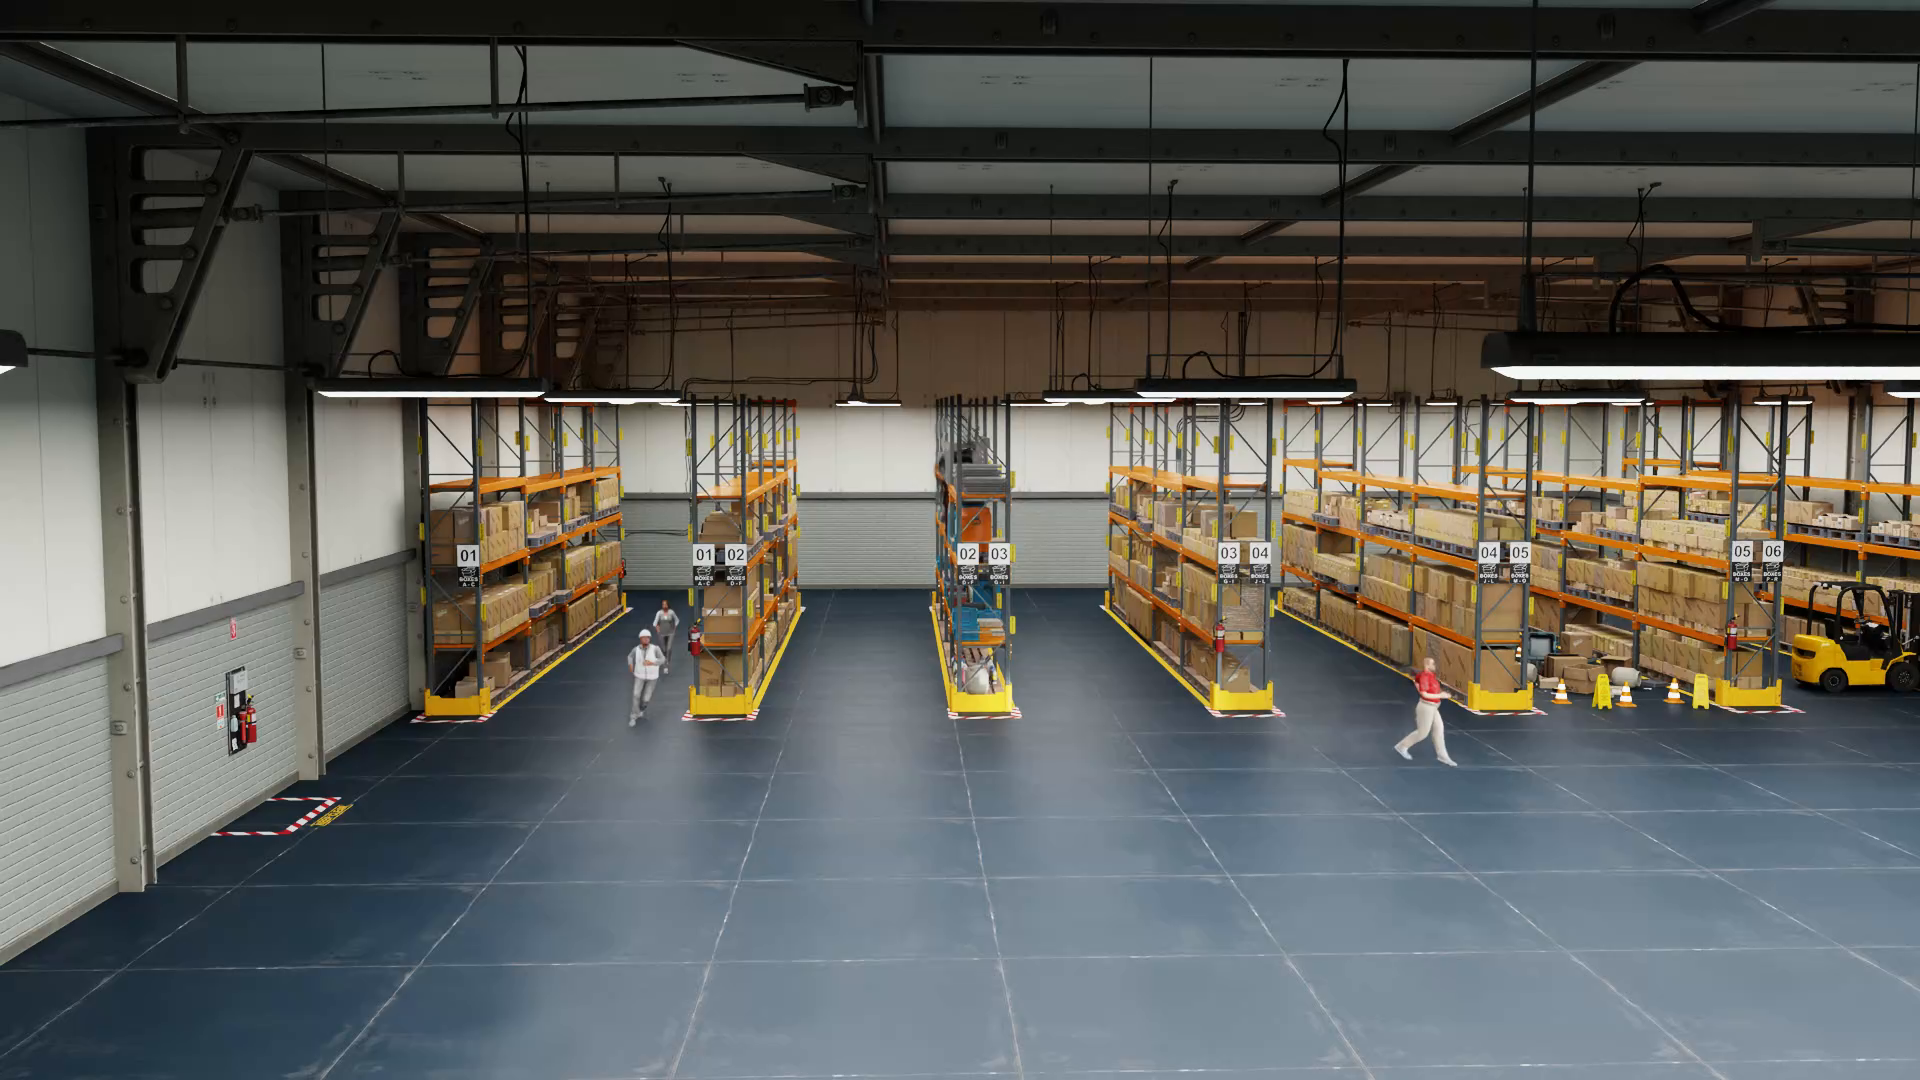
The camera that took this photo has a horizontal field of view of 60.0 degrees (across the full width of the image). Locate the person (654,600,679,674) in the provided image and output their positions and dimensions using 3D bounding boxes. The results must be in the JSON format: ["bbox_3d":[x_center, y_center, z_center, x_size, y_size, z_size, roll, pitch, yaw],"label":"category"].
[{"bbox_3d":[-6.409,2.090,36.298,0.547,1.584,0.759,-1,5,-7],"label":"person"}]

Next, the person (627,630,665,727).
[{"bbox_3d":[-5.748,2.493,30.463,0.689,1.686,1.037,-1,5,-12],"label":"person"}]

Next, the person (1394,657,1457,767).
[{"bbox_3d":[7.500,2.752,26.734,0.969,1.753,0.660,2,5,25],"label":"person"}]

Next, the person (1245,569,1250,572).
[{"bbox_3d":[7.939,1.209,47.151,0.597,1.546,0.871,2,5,28],"label":"person"}]
